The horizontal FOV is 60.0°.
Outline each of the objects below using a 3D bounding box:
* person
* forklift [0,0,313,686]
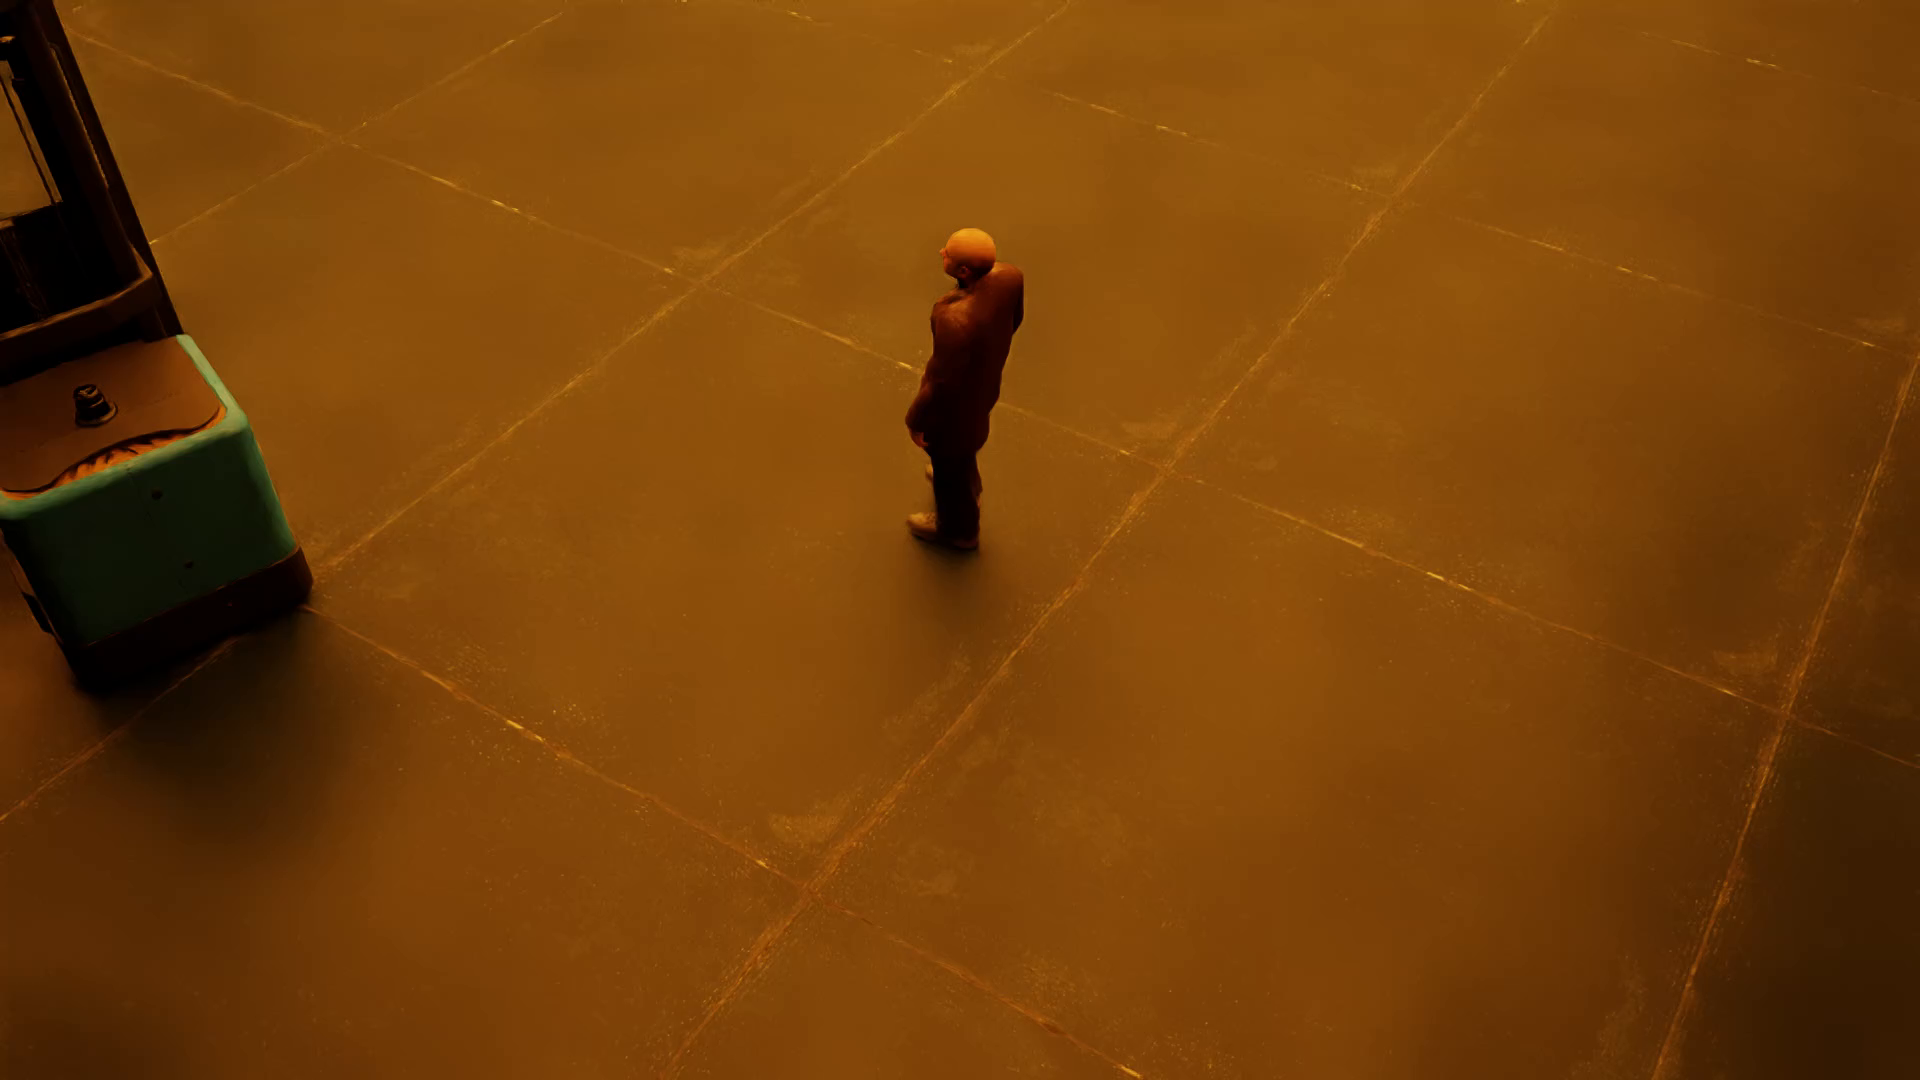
[{"bbox_3d":[-0.073,-0.687,7.399,0.586,1.775,0.694,24,48,23],"label":"person"},{"bbox_3d":[-4.274,-1.397,7.322,1.130,2.935,3.031,-28,50,-26],"label":"forklift"}]
